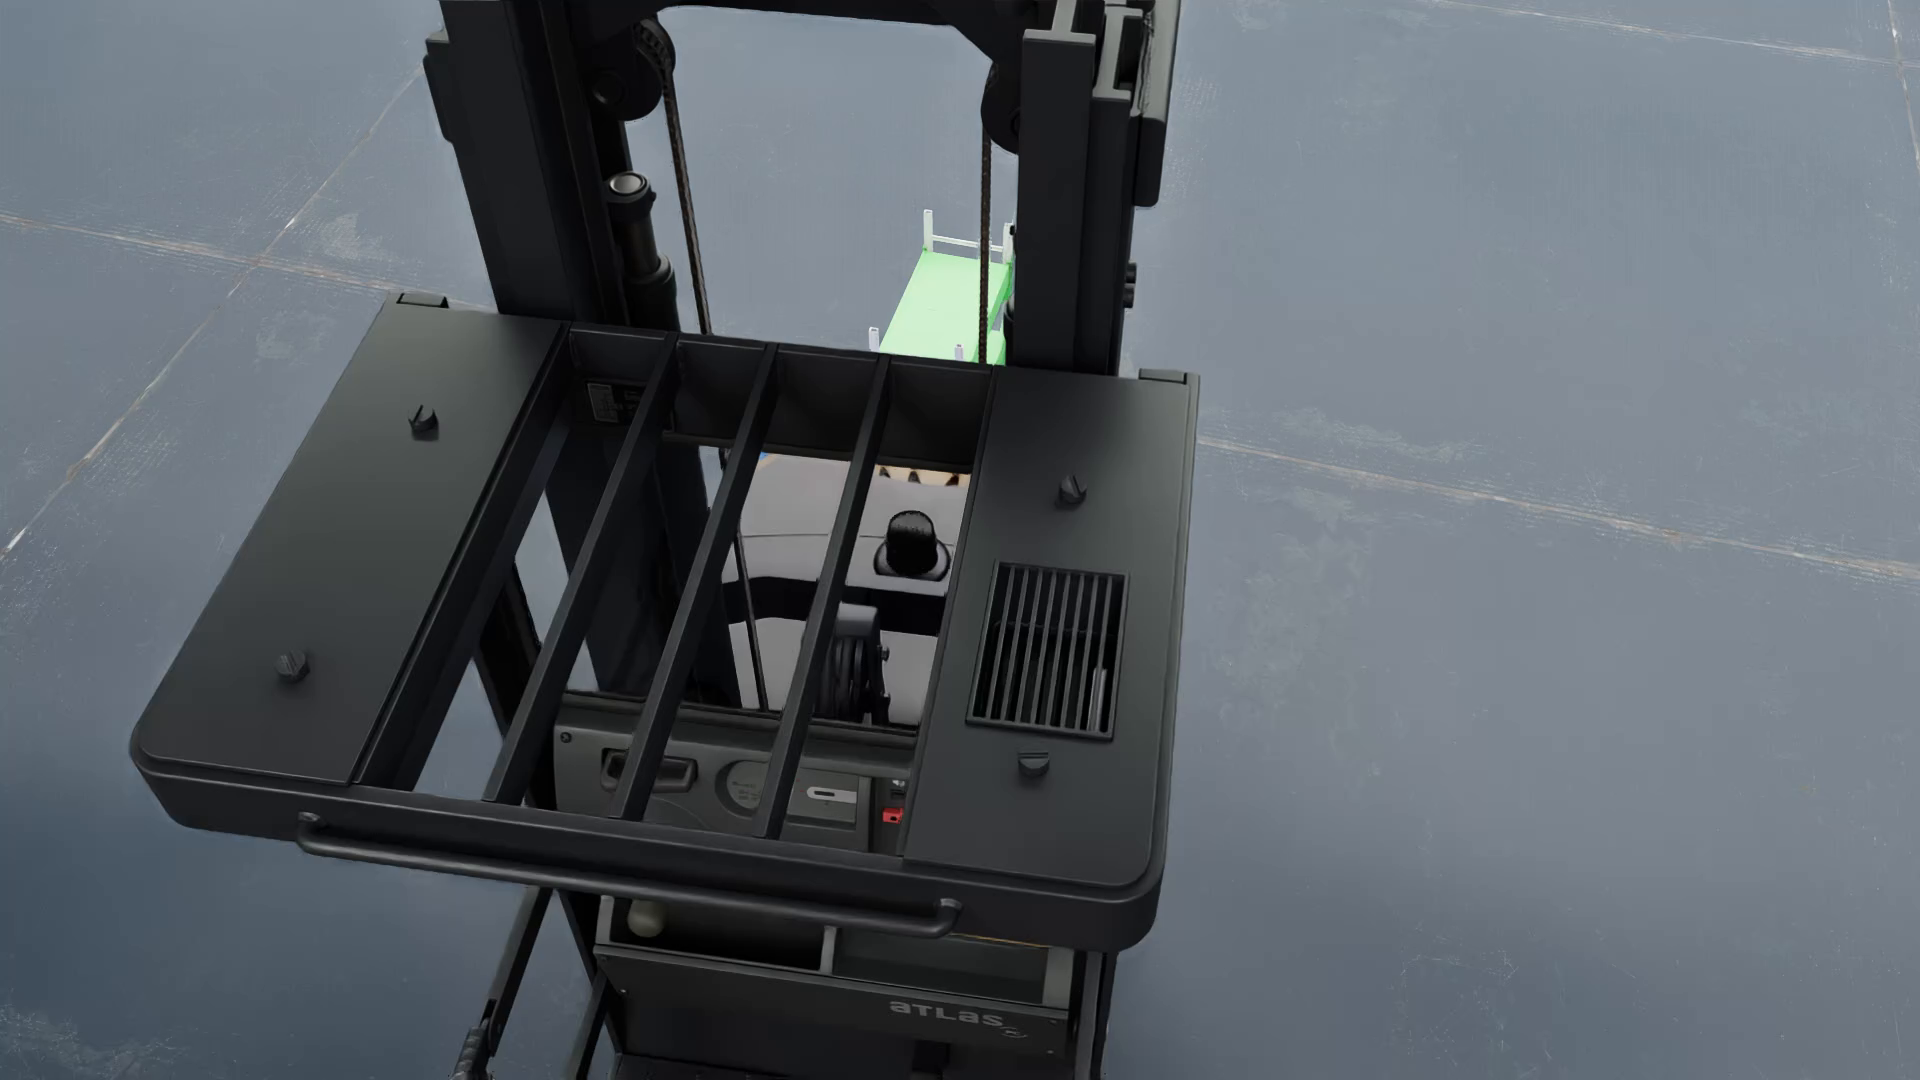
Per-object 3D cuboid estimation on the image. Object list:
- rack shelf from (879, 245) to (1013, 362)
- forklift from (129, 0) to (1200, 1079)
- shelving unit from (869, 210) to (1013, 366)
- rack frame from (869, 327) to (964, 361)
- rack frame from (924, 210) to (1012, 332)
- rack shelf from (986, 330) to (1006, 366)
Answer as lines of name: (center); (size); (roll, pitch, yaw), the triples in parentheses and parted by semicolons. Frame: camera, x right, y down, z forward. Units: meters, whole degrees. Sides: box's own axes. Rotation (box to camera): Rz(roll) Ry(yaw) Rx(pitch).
rack shelf: (-0.044, -0.553, 4.383); (0.258, 0.148, 0.480); (12, 50, 10)
forklift: (-0.274, 0.633, 2.736); (1.130, 2.935, 3.031); (6, 49, 6)
shelving unit: (-0.044, -0.277, 4.694); (0.258, 1.200, 0.503); (12, 50, 10)
rack frame: (-0.108, -0.101, 4.539); (0.240, 1.200, 0.015); (12, 50, 10)
rack frame: (0.021, -0.454, 4.850); (0.240, 1.200, 0.015); (12, 50, 10)
rack shelf: (-0.044, -0.394, 4.562); (0.258, 0.148, 0.480); (12, 50, 10)
